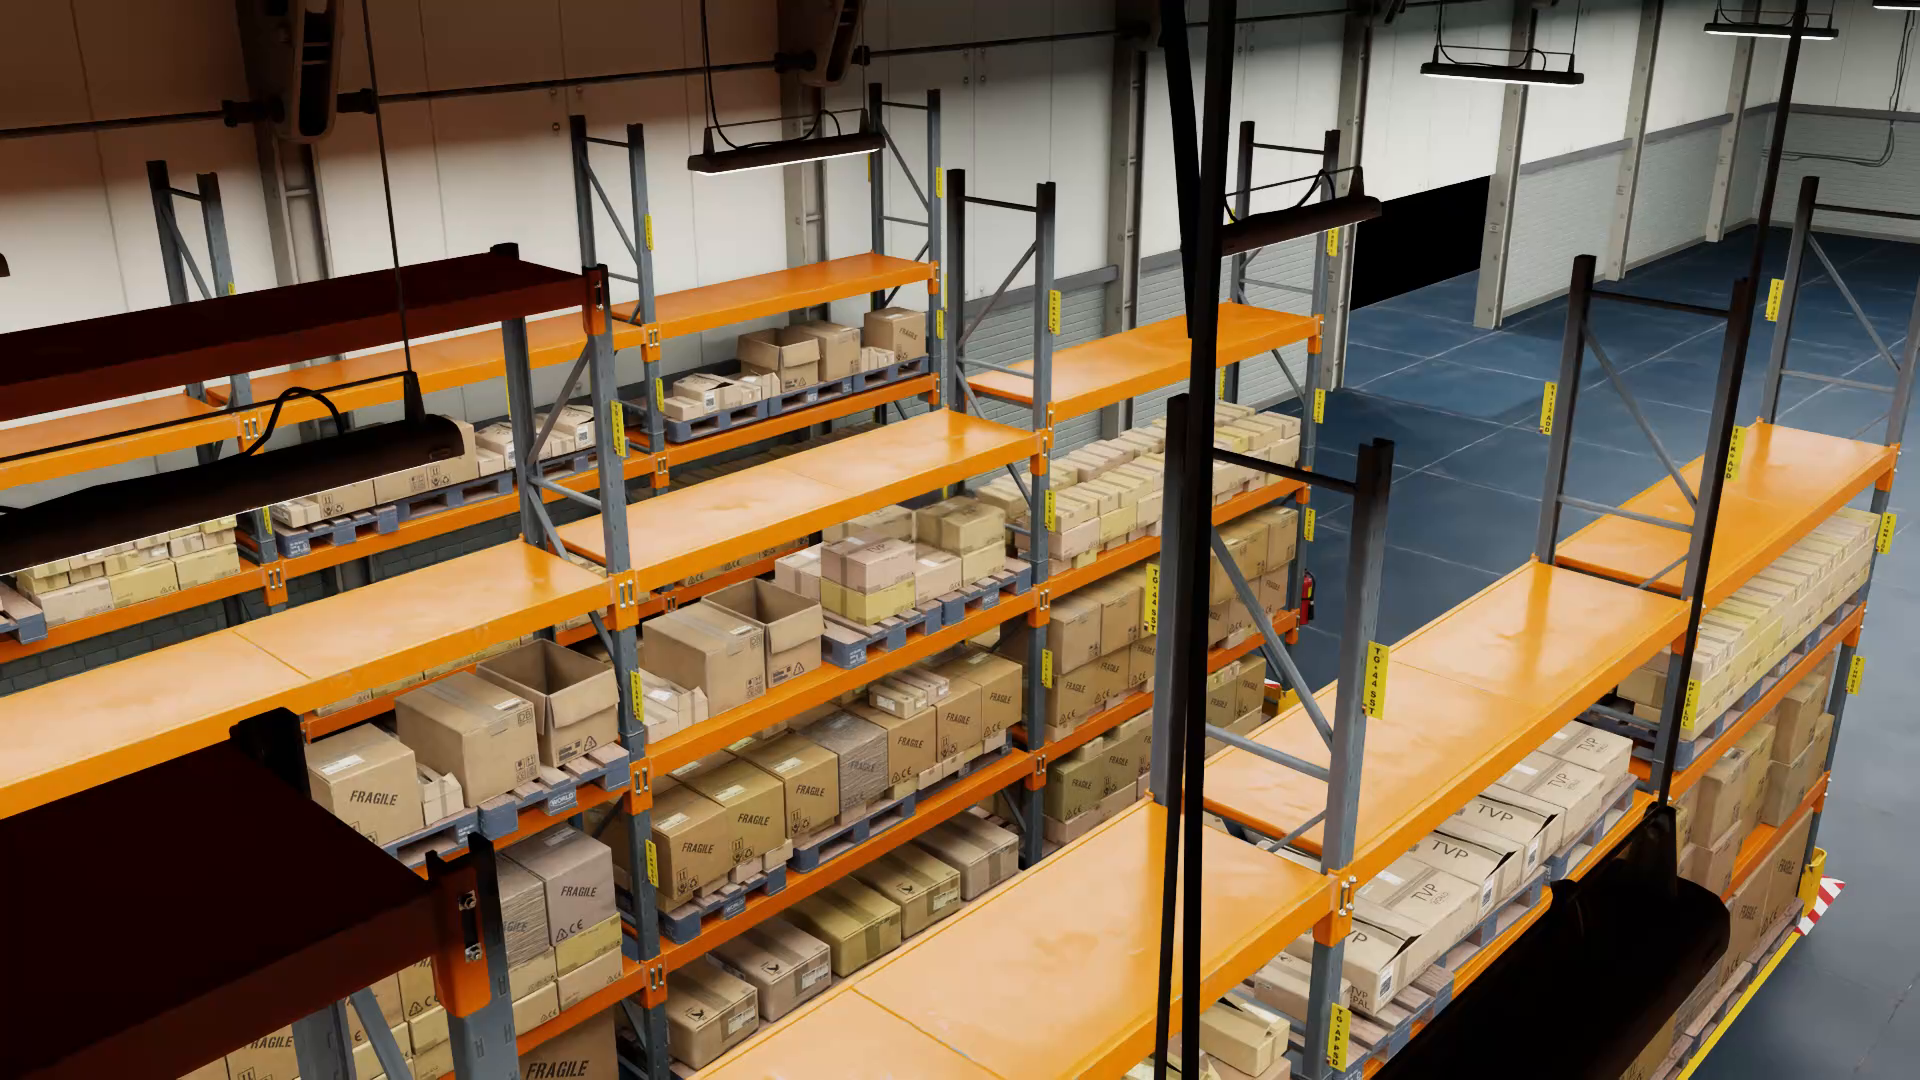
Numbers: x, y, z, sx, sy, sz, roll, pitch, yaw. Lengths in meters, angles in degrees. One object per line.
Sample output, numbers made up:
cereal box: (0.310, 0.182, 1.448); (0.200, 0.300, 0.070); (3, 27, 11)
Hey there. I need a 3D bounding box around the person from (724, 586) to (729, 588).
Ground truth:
person: (-2.128, 1.257, 16.425); (0.544, 1.836, 0.600); (13, 25, 30)
